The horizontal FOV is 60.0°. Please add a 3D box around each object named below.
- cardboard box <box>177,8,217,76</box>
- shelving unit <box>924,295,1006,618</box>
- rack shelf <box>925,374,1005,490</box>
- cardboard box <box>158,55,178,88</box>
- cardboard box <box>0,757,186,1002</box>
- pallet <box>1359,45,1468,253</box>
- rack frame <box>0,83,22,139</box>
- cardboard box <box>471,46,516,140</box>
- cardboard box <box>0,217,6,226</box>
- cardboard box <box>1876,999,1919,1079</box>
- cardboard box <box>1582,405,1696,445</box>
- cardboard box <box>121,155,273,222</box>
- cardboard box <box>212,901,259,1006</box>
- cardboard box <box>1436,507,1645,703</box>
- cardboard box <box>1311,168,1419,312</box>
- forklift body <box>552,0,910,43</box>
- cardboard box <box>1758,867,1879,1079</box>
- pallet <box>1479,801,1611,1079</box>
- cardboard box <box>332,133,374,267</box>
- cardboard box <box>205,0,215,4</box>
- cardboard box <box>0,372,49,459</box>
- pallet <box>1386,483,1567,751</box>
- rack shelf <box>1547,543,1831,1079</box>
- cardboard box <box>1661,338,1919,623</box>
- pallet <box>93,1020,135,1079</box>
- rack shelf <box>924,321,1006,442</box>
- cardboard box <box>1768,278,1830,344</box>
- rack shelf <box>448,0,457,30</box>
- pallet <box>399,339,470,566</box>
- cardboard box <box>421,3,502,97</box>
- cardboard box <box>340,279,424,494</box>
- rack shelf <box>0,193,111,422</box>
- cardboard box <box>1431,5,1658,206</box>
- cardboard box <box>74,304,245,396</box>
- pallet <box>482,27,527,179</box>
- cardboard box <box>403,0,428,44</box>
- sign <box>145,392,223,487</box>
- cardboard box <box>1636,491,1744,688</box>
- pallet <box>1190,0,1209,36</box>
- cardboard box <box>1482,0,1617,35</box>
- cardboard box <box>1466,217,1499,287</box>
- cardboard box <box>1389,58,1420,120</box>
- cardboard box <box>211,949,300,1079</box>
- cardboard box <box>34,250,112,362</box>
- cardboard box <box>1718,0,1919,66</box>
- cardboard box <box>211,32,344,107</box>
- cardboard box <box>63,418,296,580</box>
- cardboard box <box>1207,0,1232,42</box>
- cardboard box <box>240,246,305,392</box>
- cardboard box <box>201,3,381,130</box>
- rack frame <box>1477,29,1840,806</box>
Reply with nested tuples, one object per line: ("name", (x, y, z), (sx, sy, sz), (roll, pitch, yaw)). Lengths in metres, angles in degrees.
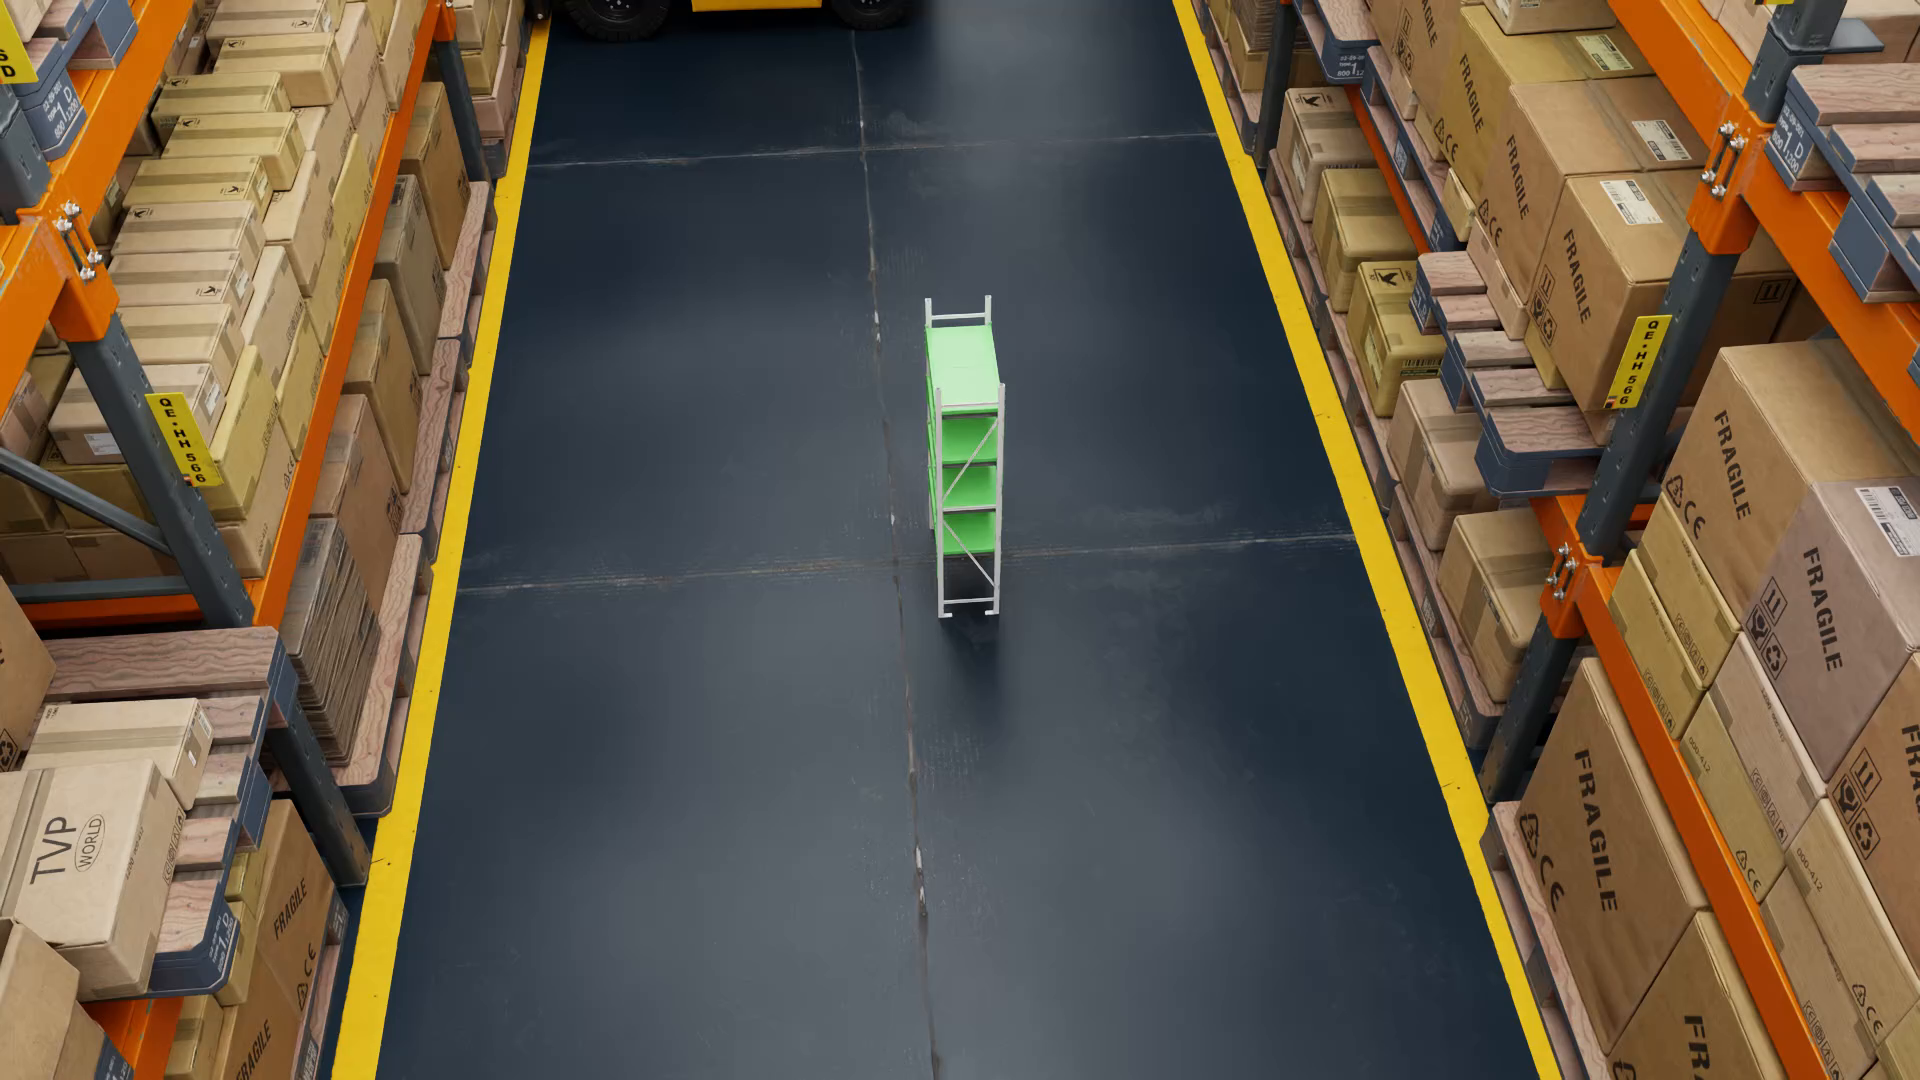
("cardboard box", (-3.041, -1.742, 6.229), (0.500, 0.250, 0.500), (-5, 47, -4))
("shelving unit", (0.014, -0.293, 6.337), (0.258, 1.200, 0.503), (-3, 47, -3))
("rack shelf", (0.014, -0.414, 6.210), (0.258, 0.148, 0.480), (-3, 47, -3))
("cardboard box", (-2.995, -1.625, 5.844), (0.380, 0.149, 0.250), (-3, 47, -3))
("cardboard box", (-2.146, 0.804, 3.873), (0.500, 0.250, 0.500), (-5, 47, -5))
("pallet", (2.183, -1.515, 6.387), (1.003, 0.211, 1.213), (-3, 47, -3))
("rack frame", (-2.557, -1.910, 2.497), (1.000, 3.000, 0.127), (-3, 47, -3))
("cardboard box", (-2.602, -2.310, 8.613), (0.500, 0.250, 0.500), (-3, 47, -3))
("cardboard box", (-2.970, -0.874, 5.133), (0.380, 0.149, 0.250), (-4, 47, -4))
("cardboard box", (2.286, 1.213, 3.430), (0.500, 0.250, 0.500), (-3, 47, -3))
("cardboard box", (2.127, -0.432, 5.113), (0.380, 0.149, 0.250), (-2, 47, -2))
("cardboard box", (-2.446, -1.098, 5.345), (0.380, 0.149, 0.250), (-3, 47, -3))
("cardboard box", (-2.209, 1.183, 4.686), (0.380, 0.149, 0.250), (-6, 47, -5))
("cardboard box", (2.352, 0.199, 6.153), (0.950, 0.372, 0.625), (-6, 47, -6))
("cardboard box", (2.164, -1.387, 7.654), (0.950, 0.372, 0.625), (-1, 47, -1))
("forklift body", (-1.250, -4.082, 9.271), (2.313, 2.155, 1.214), (-3, 47, -3))
("cardboard box", (2.278, 1.020, 3.958), (0.500, 0.250, 0.500), (-2, 47, -2))
("pallet", (2.380, 1.383, 5.431), (1.003, 0.211, 1.213), (-3, 47, -3))
("cardboard box", (-2.479, -1.243, 6.101), (0.500, 0.250, 0.500), (-2, 47, -2))
("cardboard box", (-3.044, -2.169, 6.359), (0.380, 0.149, 0.250), (-4, 47, -4))
("cardboard box", (-2.786, -0.327, 4.615), (0.380, 0.149, 0.250), (-2, 47, -2))
("pallet", (2.325, 0.242, 6.512), (1.003, 0.211, 1.213), (-3, 47, -3))
("rack shelf", (2.557, 1.543, 3.854), (1.077, 0.370, 4.000), (-3, 47, -3))
("cardboard box", (2.187, -0.158, 4.212), (0.500, 0.500, 0.500), (-5, 47, -5))
("pallet", (-2.389, 1.626, 3.413), (1.003, 0.211, 1.213), (-3, 47, -3))
("rack shelf", (0.014, -0.579, 6.035), (0.258, 0.148, 0.480), (-3, 47, -3))
("cardboard box", (2.582, -0.772, 4.988), (0.500, 0.500, 0.500), (-5, 47, -4))
("rack shelf", (-3.059, -3.940, 9.048), (1.077, 0.370, 4.000), (-3, 47, -3))
("pallet", (-2.686, -0.366, 7.088), (1.003, 0.211, 1.213), (-3, 47, -3))
("cardboard box", (-2.625, -2.480, 8.430), (0.500, 0.250, 0.500), (-4, 47, -3))
("cardboard box", (-2.714, -0.586, 6.722), (0.875, 0.625, 0.625), (-5, 47, -5))
("rack shelf", (-2.389, 0.816, 2.477), (1.077, 0.370, 4.000), (-3, 47, -3))
("cardboard box", (1.976, -1.483, 5.662), (0.500, 0.500, 0.500), (-6, 47, -6))
("cardboard box", (-2.314, -0.546, 4.822), (0.380, 0.149, 0.250), (-3, 47, -2))
("pallet", (-2.916, -2.360, 8.976), (1.003, 0.211, 1.213), (-3, 47, -3))
("cardboard box", (-2.589, -2.340, 7.140), (0.500, 0.250, 0.500), (-3, 47, -2))
("sign", (-2.017, -0.257, 4.321), (0.100, 0.325, 0.005), (-3, 47, -3))
("cardboard box", (2.185, 0.110, 4.475), (0.500, 0.250, 0.500), (-4, 47, -4))
("pallet", (1.858, -3.455, 10.013), (1.003, 0.211, 1.213), (-3, 47, -3))
("cardboard box", (1.971, -1.822, 5.536), (0.380, 0.149, 0.250), (-6, 47, -5))
("cardboard box", (1.954, -0.984, 5.636), (0.380, 0.149, 0.250), (-5, 47, -5))
("cardboard box", (1.867, -1.739, 6.352), (0.380, 0.149, 0.250), (-2, 47, -2))
("cardboard box", (-2.276, 1.524, 4.809), (0.500, 0.500, 0.500), (-4, 47, -4))
("cardboard box", (-2.916, -0.645, 5.190), (0.500, 0.250, 0.500), (-3, 47, -3))
("cardboard box", (2.154, -1.311, 4.169), (0.380, 0.149, 0.250), (-3, 47, -3))
("cardboard box", (-2.406, -1.655, 5.872), (0.380, 0.149, 0.250), (-5, 47, -4))
("cardboard box", (-2.350, -0.131, 5.048), (0.500, 0.250, 0.500), (-3, 47, -3))
("cardboard box", (1.682, -3.040, 9.304), (0.500, 0.250, 0.500), (-5, 47, -4))
("cardboard box", (-2.391, -0.665, 5.210), (0.500, 0.250, 0.500), (-2, 47, -2))
("cardboard box", (-2.508, -1.779, 6.265), (0.500, 0.250, 0.500), (-3, 47, -3))
("rack frame", (2.389, -0.151, 4.964), (1.000, 3.000, 0.127), (-3, 47, -3))
